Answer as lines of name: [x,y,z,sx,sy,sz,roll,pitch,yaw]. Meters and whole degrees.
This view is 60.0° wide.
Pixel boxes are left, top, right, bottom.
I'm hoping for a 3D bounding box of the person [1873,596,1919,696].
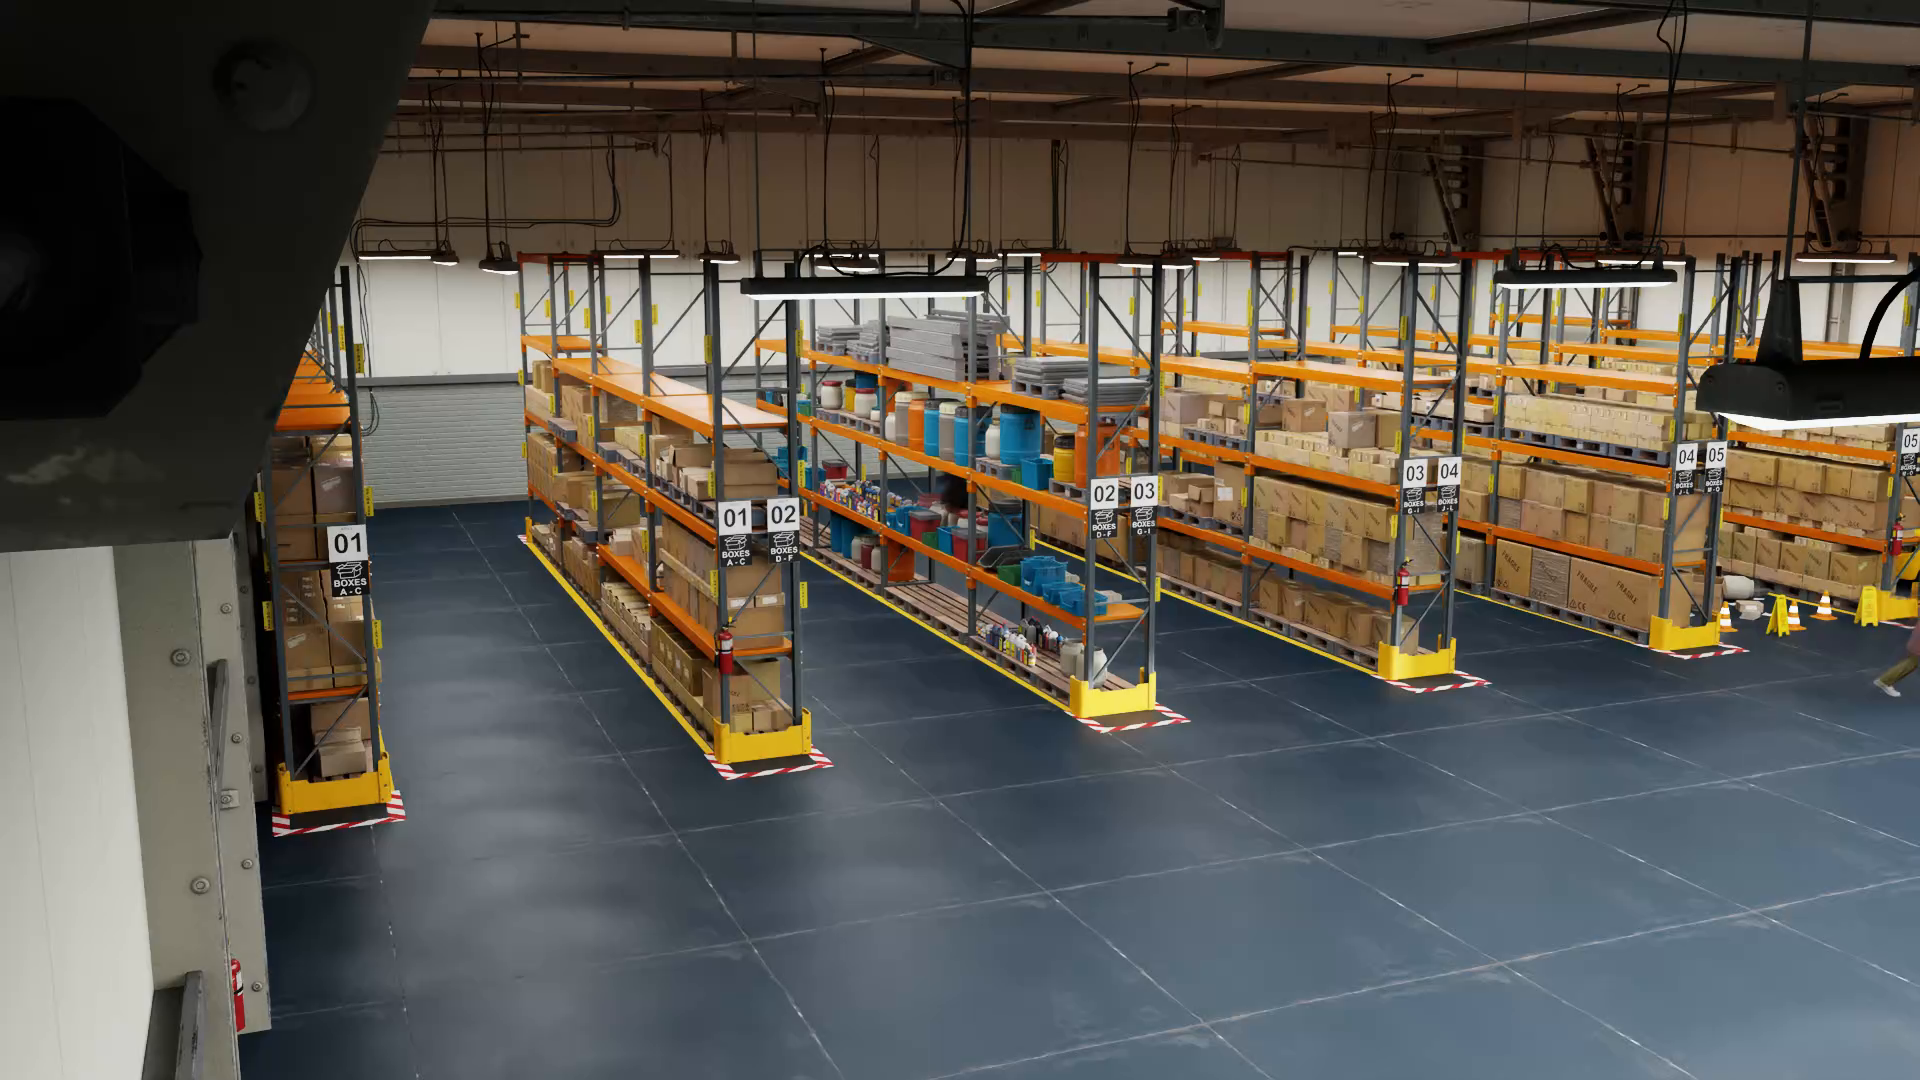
person: [13.184,1.405,22.829,1.060,1.745,0.755,3,11,16]
